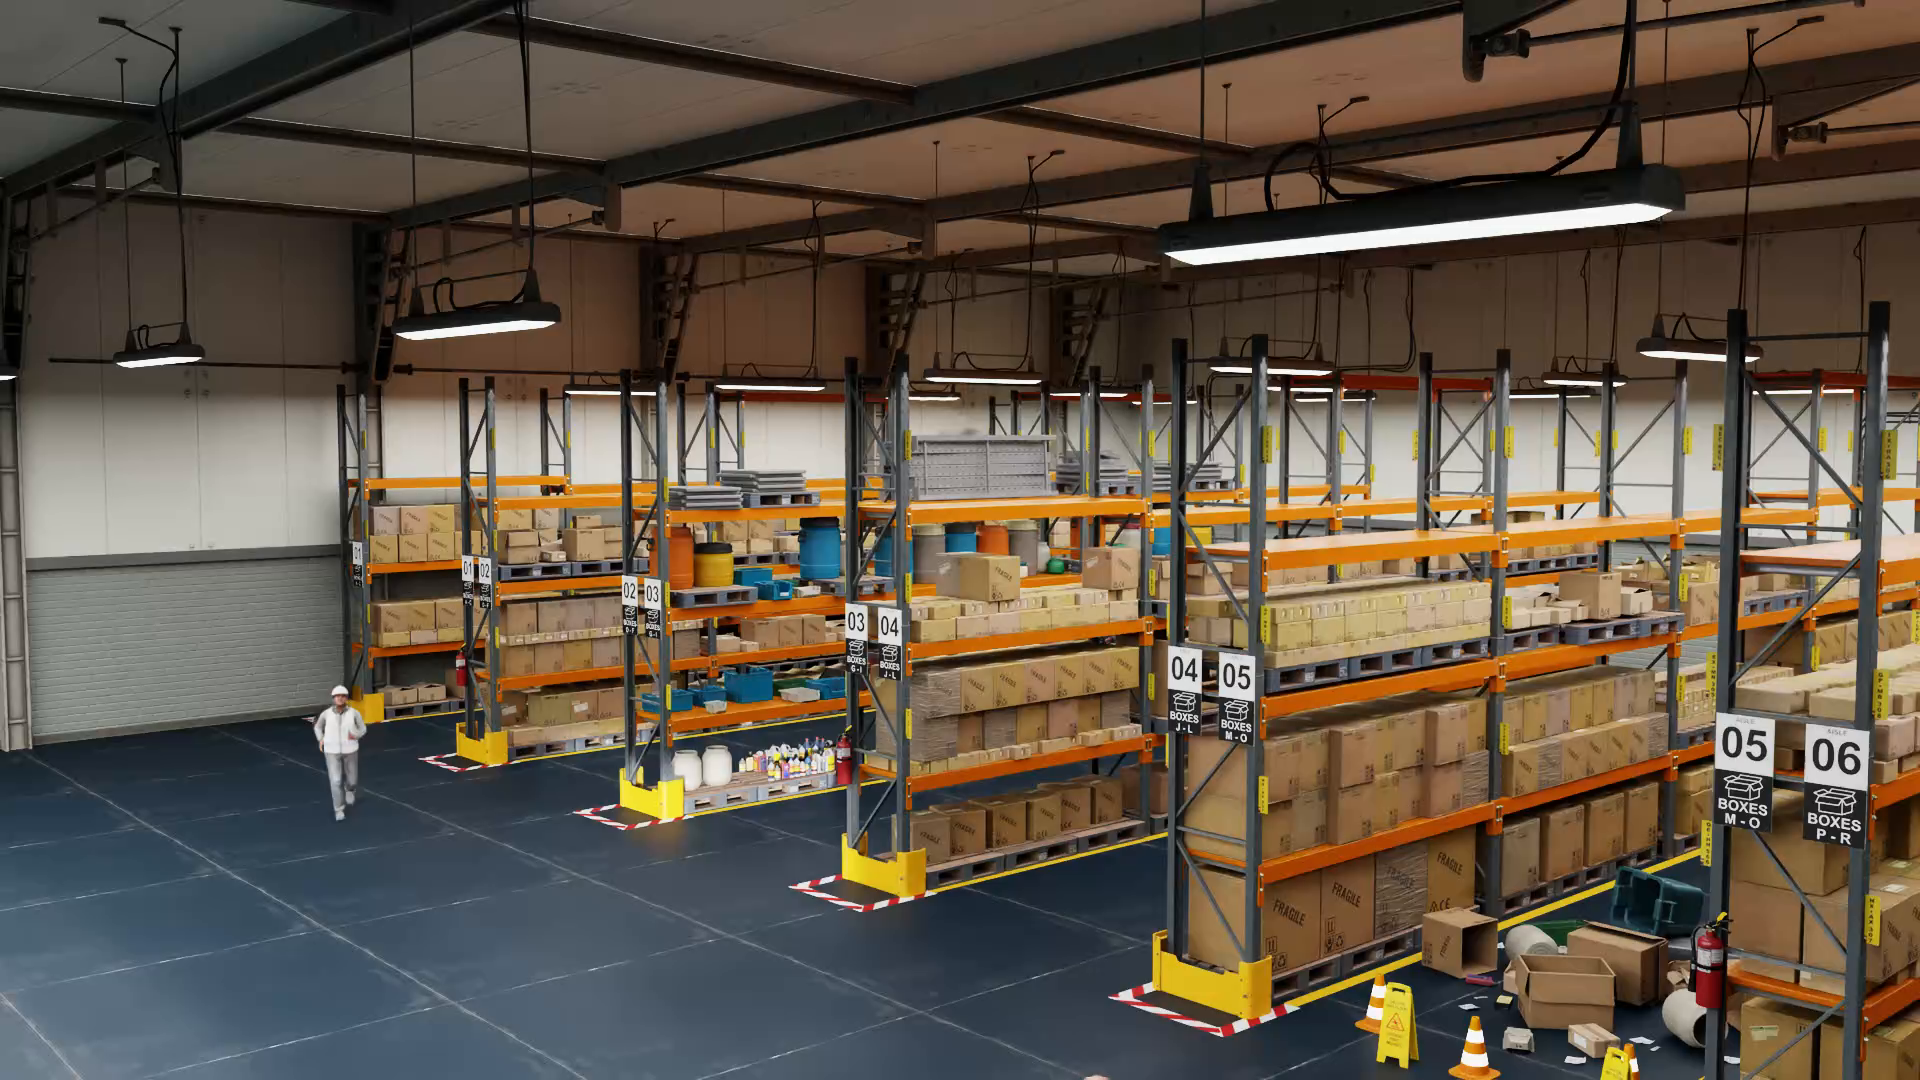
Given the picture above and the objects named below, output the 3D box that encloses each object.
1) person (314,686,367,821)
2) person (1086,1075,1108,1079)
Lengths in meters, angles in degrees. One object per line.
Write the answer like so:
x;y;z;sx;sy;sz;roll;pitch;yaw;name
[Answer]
-8.300;2.829;22.296;0.670;1.744;0.860;-1;4;-21;person
0.760;3.720;8.899;0.711;1.692;0.583;0;4;0;person
